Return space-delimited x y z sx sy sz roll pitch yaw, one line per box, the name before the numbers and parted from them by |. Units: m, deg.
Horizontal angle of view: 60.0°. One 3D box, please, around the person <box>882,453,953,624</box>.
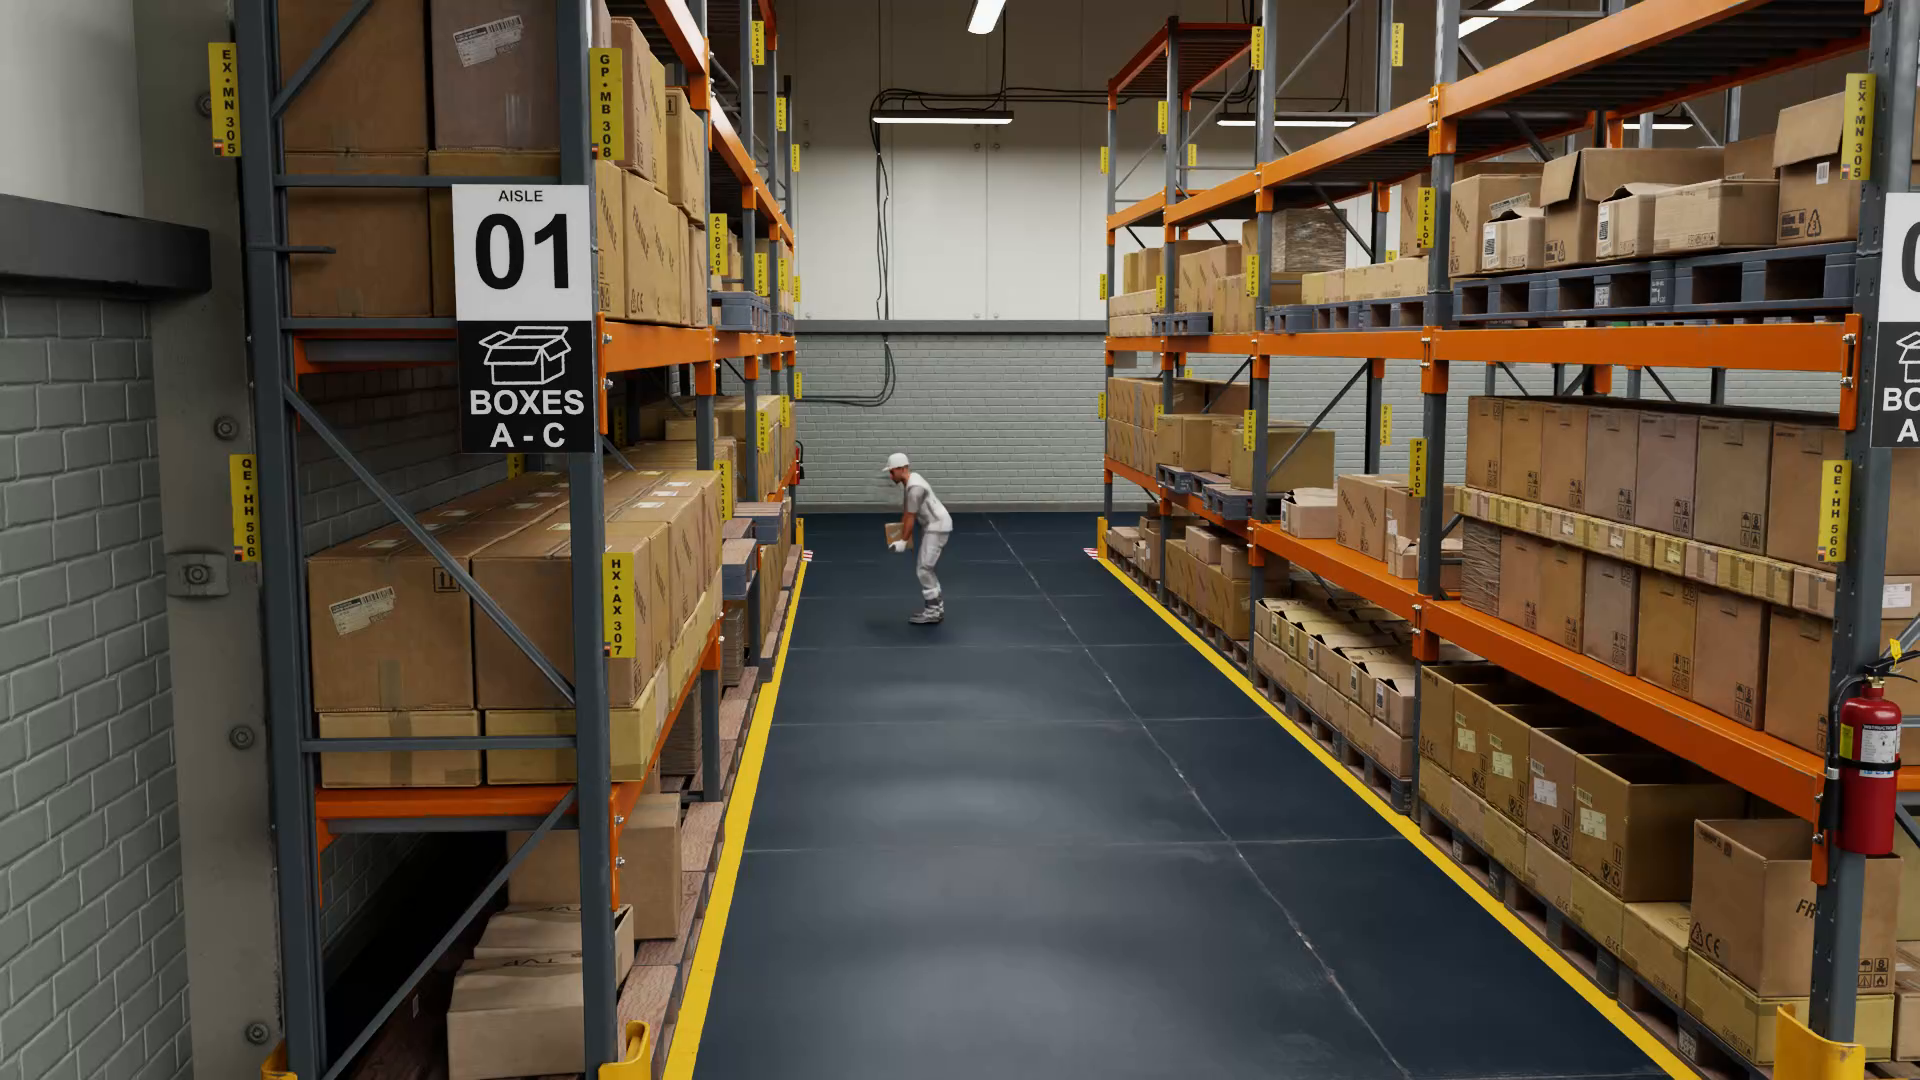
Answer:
person | -0.417 -0.021 16.314 0.691 1.668 0.489 -1 7 -5
